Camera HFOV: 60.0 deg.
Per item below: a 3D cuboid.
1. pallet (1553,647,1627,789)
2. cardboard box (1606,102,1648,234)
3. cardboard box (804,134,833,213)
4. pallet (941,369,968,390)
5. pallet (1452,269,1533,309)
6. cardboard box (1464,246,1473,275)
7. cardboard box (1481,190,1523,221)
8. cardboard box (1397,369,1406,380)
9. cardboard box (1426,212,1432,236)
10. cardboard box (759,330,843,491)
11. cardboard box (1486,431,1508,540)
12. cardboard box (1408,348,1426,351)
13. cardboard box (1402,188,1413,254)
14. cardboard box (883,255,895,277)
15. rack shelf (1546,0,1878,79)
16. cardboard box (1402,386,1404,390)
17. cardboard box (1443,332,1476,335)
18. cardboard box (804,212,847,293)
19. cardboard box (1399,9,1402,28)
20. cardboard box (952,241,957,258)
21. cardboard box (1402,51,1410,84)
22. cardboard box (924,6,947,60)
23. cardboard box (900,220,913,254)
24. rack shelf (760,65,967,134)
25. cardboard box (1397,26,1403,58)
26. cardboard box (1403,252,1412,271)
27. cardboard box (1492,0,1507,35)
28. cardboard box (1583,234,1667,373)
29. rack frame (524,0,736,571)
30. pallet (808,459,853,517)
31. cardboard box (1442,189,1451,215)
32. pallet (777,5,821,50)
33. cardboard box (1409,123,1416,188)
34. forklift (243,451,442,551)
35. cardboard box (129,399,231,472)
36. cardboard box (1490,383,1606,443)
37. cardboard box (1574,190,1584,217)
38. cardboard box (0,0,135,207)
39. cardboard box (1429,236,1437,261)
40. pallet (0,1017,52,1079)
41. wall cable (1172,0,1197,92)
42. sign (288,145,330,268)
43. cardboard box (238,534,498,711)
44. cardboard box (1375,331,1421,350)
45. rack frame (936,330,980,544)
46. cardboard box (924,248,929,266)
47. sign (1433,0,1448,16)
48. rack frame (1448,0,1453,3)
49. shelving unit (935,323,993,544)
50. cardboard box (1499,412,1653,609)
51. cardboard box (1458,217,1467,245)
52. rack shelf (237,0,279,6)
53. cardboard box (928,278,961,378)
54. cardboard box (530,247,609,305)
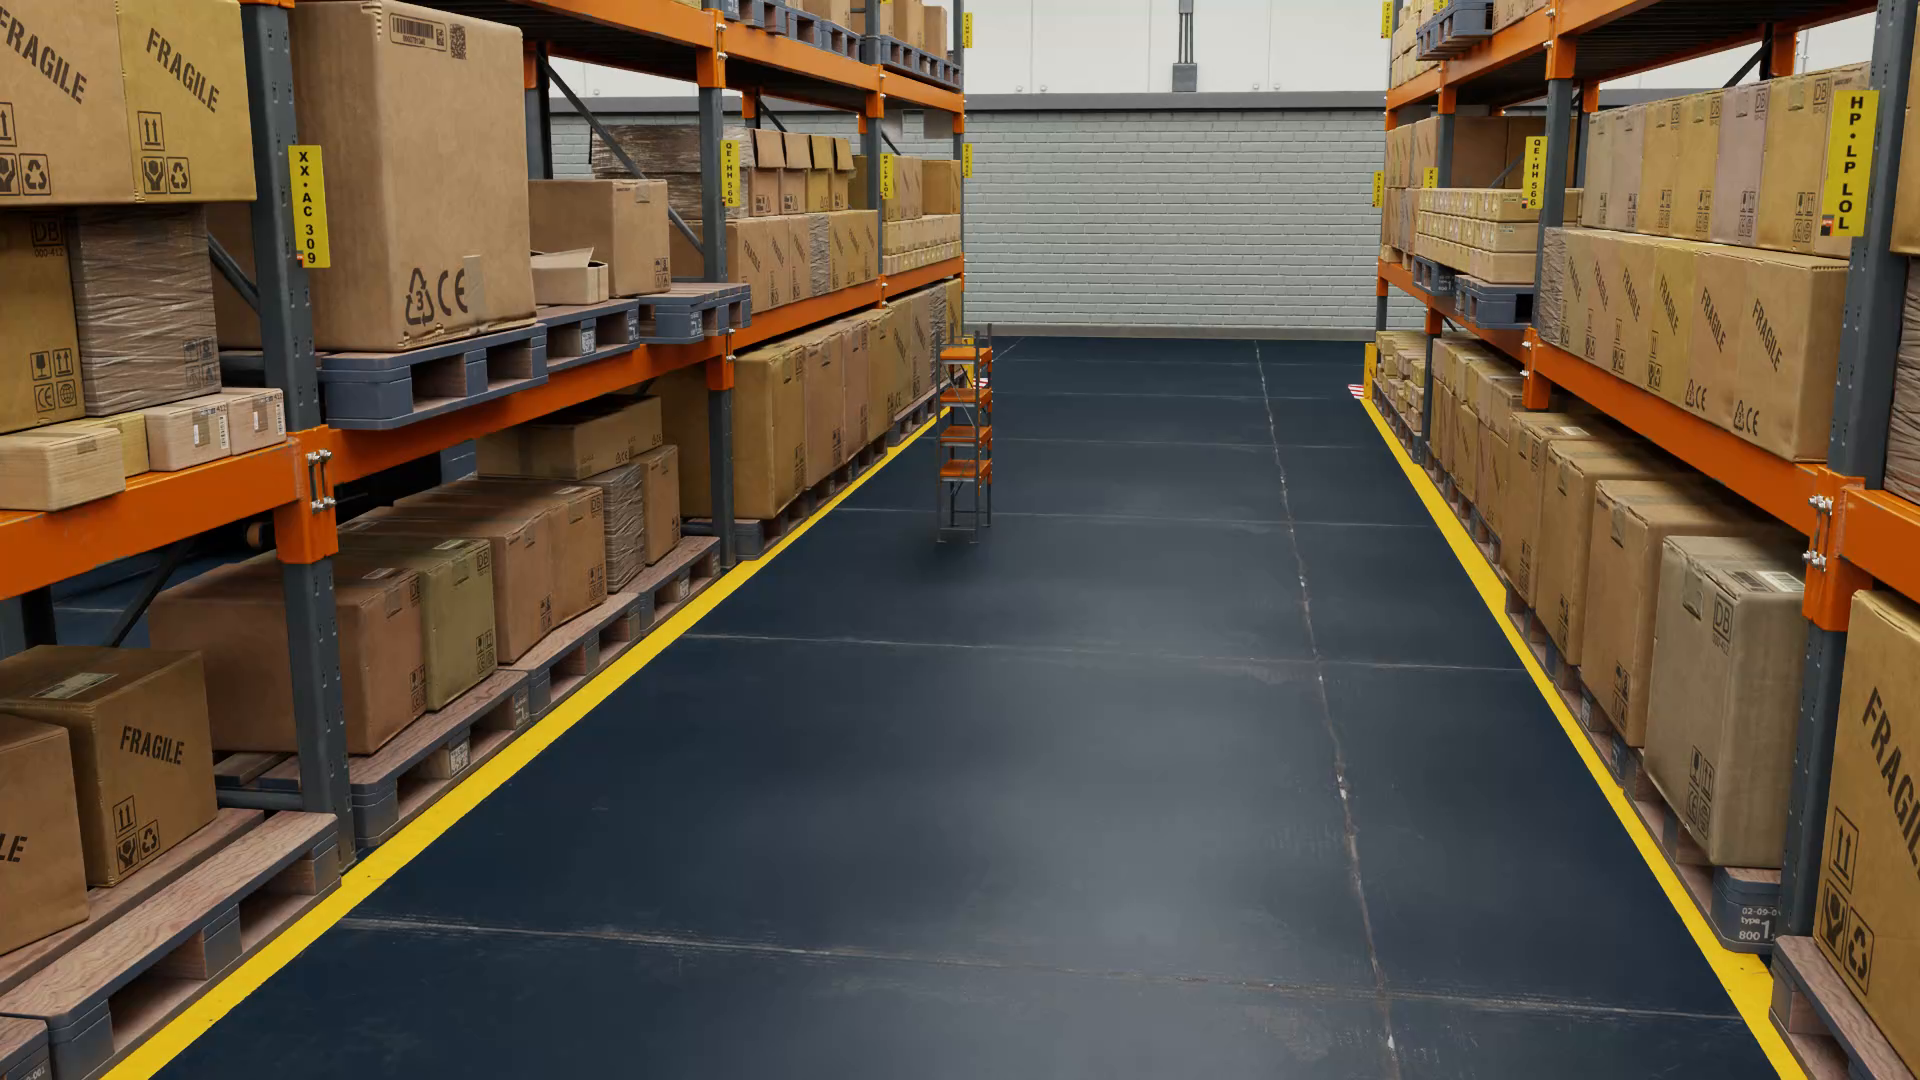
[{"bbox_3d":[2.804,0.628,6.077,1.003,0.211,1.213,2,12,9],"label":"pallet"},{"bbox_3d":[3.035,-1.489,6.672,0.700,0.500,0.500,2,12,8],"label":"cardboard box"},{"bbox_3d":[-1.287,-2.428,11.020,0.797,0.503,0.637,2,12,9],"label":"cardboard box"},{"bbox_3d":[-0.511,-1.465,15.789,1.003,0.211,1.213,2,12,9],"label":"pallet"},{"bbox_3d":[3.454,-1.469,9.647,1.003,0.211,1.213,2,12,9],"label":"pallet"},{"bbox_3d":[2.933,-1.507,8.964,0.380,0.149,0.250,2,12,8],"label":"cardboard box"},{"bbox_3d":[2.853,-1.692,8.413,0.380,0.149,0.250,2,12,8],"label":"cardboard box"},{"bbox_3d":[3.944,-1.454,14.185,0.380,0.149,0.250,1,12,6],"label":"cardboard box"},{"bbox_3d":[3.213,-2.035,10.712,0.380,0.149,0.250,2,12,10],"label":"cardboard box"},{"bbox_3d":[-1.424,-0.826,10.255,1.225,0.875,0.875,2,12,9],"label":"cardboard box"},{"bbox_3d":[3.033,-0.279,8.602,0.500,0.500,0.500,2,12,8],"label":"cardboard box"},{"bbox_3d":[3.877,-1.489,13.643,0.380,0.149,0.250,2,12,9],"label":"cardboard box"},{"bbox_3d":[3.759,-2.498,13.022,0.500,0.500,0.500,2,12,8],"label":"cardboard box"},{"bbox_3d":[-0.706,-2.092,12.678,0.380,0.149,0.250,2,12,9],"label":"cardboard box"},{"bbox_3d":[2.882,-1.848,5.536,1.077,0.370,4.000,2,12,9],"label":"rack shelf"},{"bbox_3d":[3.795,-1.154,13.500,0.380,0.149,0.250,2,12,10],"label":"cardboard box"},{"bbox_3d":[4.589,-1.799,15.080,0.380,0.149,0.250,2,12,9],"label":"cardboard box"},{"bbox_3d":[-1.039,-1.895,10.929,0.500,0.500,0.500,2,12,8],"label":"cardboard box"},{"bbox_3d":[3.975,-4.481,14.268,0.380,0.149,0.250,2,12,9],"label":"cardboard box"},{"bbox_3d":[-0.233,-2.735,15.661,0.380,0.149,0.250,2,12,9],"label":"cardboard box"},{"bbox_3d":[3.947,-3.906,13.733,0.500,0.250,0.500,1,12,7],"label":"cardboard box"},{"bbox_3d":[-0.492,-4.656,15.387,0.700,0.500,0.500,1,12,5],"label":"cardboard box"},{"bbox_3d":[-0.668,-2.429,13.294,0.500,0.250,0.500,2,12,8],"label":"cardboard box"},{"bbox_3d":[-0.773,-3.695,14.107,1.077,0.370,4.000,2,12,9],"label":"rack shelf"},{"bbox_3d":[4.017,-4.261,14.194,0.500,0.250,0.500,2,12,8],"label":"cardboard box"},{"bbox_3d":[3.787,-2.254,13.431,0.380,0.149,0.250,2,12,10],"label":"cardboard box"},{"bbox_3d":[3.172,-3.001,8.939,0.500,0.500,0.500,2,12,9],"label":"cardboard box"},{"bbox_3d":[2.701,-0.903,6.326,0.500,0.500,0.500,2,12,9],"label":"cardboard box"},{"bbox_3d":[-1.695,-1.331,8.552,1.000,3.000,0.127,2,12,9],"label":"rack frame"},{"bbox_3d":[-1.310,-0.383,10.771,1.003,0.211,1.213,2,12,9],"label":"pallet"},{"bbox_3d":[3.092,-2.019,9.931,0.380,0.149,0.250,2,12,11],"label":"cardboard box"},{"bbox_3d":[-1.480,-3.074,9.966,1.003,0.211,1.213,2,12,11],"label":"pallet"},{"bbox_3d":[3.777,-2.986,12.912,0.500,0.500,0.500,2,12,10],"label":"cardboard box"},{"bbox_3d":[-4.269,-1.462,9.319,1.130,2.935,3.031,3,13,15],"label":"forklift"},{"bbox_3d":[-2.101,-0.270,4.223,0.380,0.149,0.250,2,12,9],"label":"cardboard box"},{"bbox_3d":[3.036,-0.651,8.549,0.500,0.250,0.500,2,12,7],"label":"cardboard box"},{"bbox_3d":[3.653,-1.887,9.315,0.380,0.149,0.250,2,12,10],"label":"cardboard box"},{"bbox_3d":[-2.183,-0.975,3.582,0.500,0.500,0.500,2,12,9],"label":"cardboard box"},{"bbox_3d":[3.171,-1.836,10.491,0.380,0.149,0.250,2,12,9],"label":"cardboard box"},{"bbox_3d":[-2.564,1.260,3.146,1.003,0.211,1.213,2,12,9],"label":"pallet"},{"bbox_3d":[3.810,-8.568,20.252,2.277,5.999,0.120,2,12,9],"label":"wall cable"},{"bbox_3d":[-1.773,-0.906,4.523,0.100,0.325,0.005,2,12,9],"label":"sign"},{"bbox_3d":[-2.103,0.282,5.953,0.700,0.500,0.500,2,12,8],"label":"cardboard box"},{"bbox_3d":[4.004,-1.820,15.174,0.380,0.149,0.250,1,12,6],"label":"cardboard box"},{"bbox_3d":[-0.012,-0.570,9.291,0.240,1.200,0.015,2,12,9],"label":"rack frame"},{"bbox_3d":[-0.468,-2.417,14.184,0.380,0.149,0.250,2,12,7],"label":"cardboard box"},{"bbox_3d":[3.268,-3.717,11.276,0.100,0.325,0.005,2,12,9],"label":"sign"},{"bbox_3d":[3.805,-4.915,10.940,1.000,3.000,0.127,2,12,9],"label":"rack frame"},{"bbox_3d":[0.025,-0.621,9.527,0.258,1.200,0.503,2,12,9],"label":"shelving unit"},{"bbox_3d":[3.007,-0.131,7.326,1.050,0.750,0.750,2,12,8],"label":"cardboard box"},{"bbox_3d":[2.973,-1.710,9.199,0.380,0.149,0.250,2,12,8],"label":"cardboard box"},{"bbox_3d":[-2.618,-1.197,2.516,1.077,0.370,4.000,2,12,9],"label":"rack shelf"},{"bbox_3d":[-0.484,-2.028,15.828,0.875,0.875,0.875,2,12,9],"label":"cardboard box"},{"bbox_3d":[-1.685,-1.115,6.870,0.396,0.266,0.258,2,12,7],"label":"cardboard box"}]
